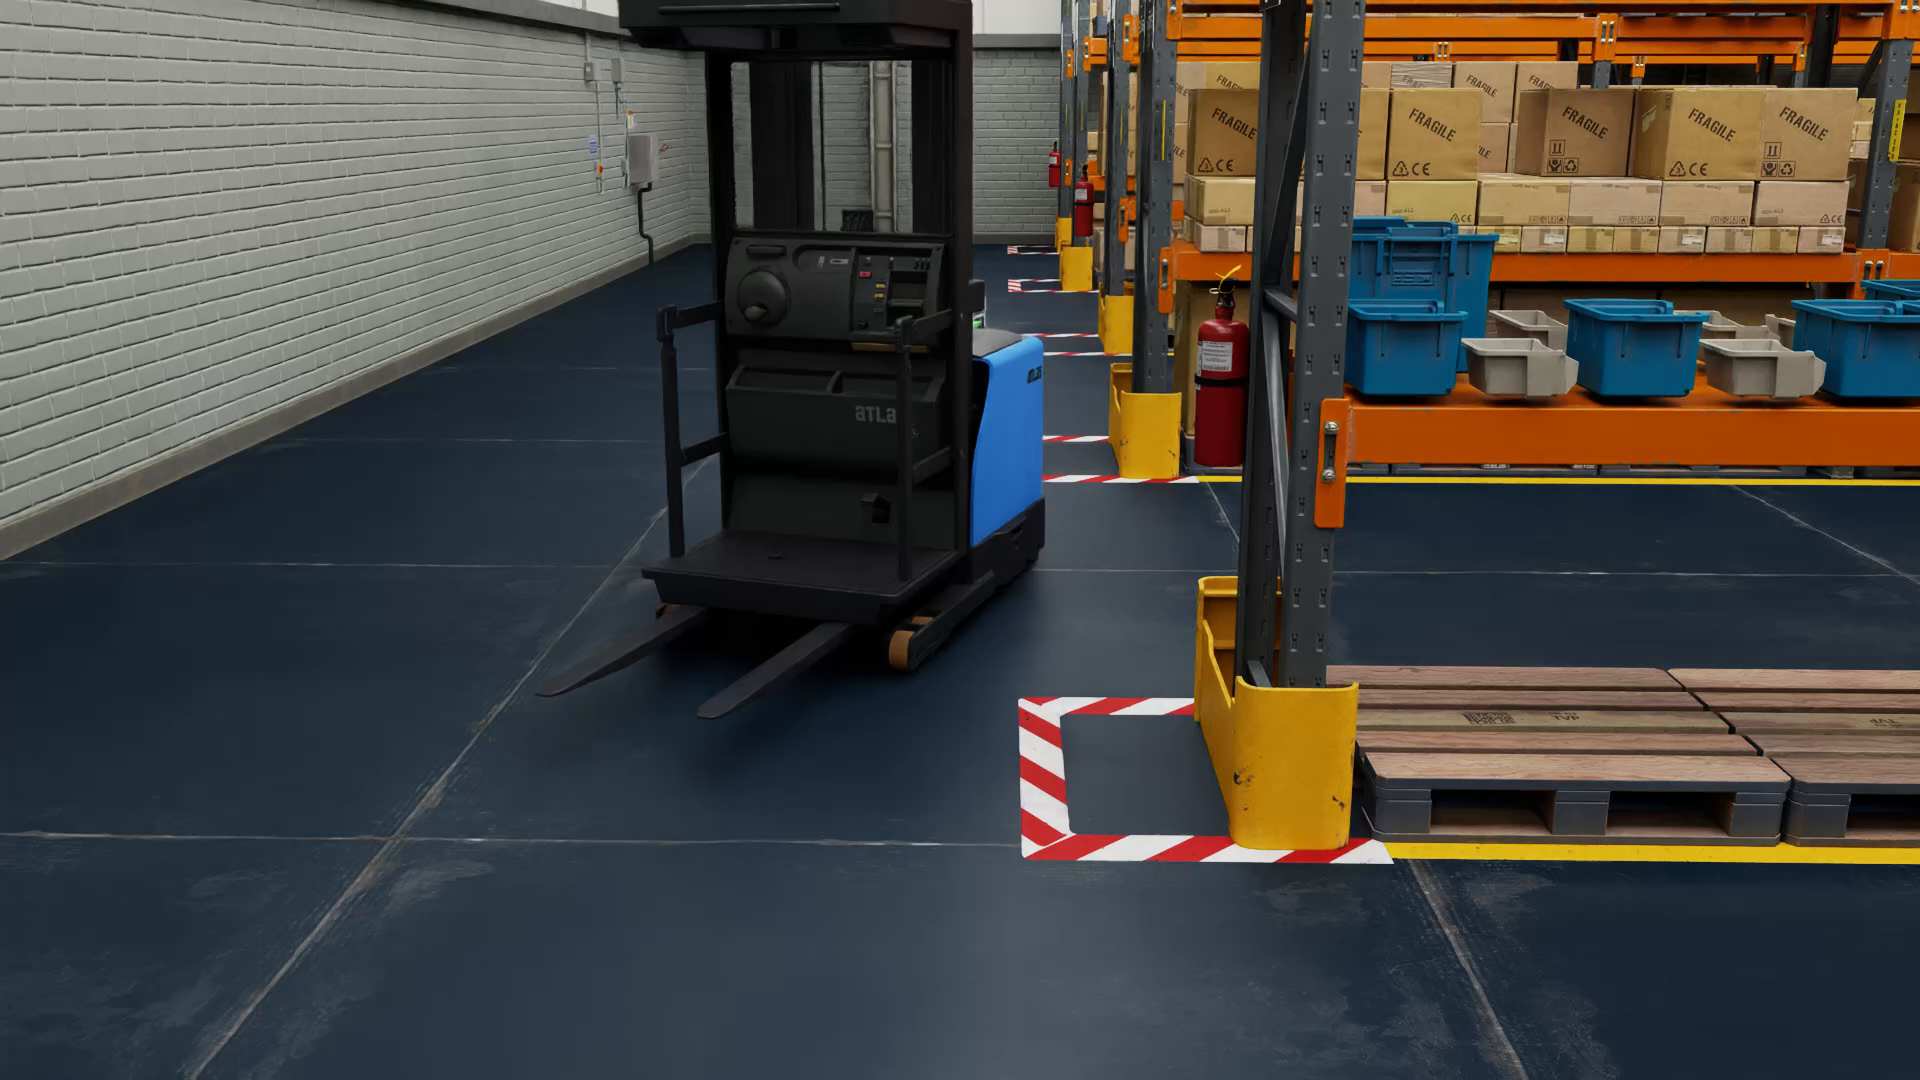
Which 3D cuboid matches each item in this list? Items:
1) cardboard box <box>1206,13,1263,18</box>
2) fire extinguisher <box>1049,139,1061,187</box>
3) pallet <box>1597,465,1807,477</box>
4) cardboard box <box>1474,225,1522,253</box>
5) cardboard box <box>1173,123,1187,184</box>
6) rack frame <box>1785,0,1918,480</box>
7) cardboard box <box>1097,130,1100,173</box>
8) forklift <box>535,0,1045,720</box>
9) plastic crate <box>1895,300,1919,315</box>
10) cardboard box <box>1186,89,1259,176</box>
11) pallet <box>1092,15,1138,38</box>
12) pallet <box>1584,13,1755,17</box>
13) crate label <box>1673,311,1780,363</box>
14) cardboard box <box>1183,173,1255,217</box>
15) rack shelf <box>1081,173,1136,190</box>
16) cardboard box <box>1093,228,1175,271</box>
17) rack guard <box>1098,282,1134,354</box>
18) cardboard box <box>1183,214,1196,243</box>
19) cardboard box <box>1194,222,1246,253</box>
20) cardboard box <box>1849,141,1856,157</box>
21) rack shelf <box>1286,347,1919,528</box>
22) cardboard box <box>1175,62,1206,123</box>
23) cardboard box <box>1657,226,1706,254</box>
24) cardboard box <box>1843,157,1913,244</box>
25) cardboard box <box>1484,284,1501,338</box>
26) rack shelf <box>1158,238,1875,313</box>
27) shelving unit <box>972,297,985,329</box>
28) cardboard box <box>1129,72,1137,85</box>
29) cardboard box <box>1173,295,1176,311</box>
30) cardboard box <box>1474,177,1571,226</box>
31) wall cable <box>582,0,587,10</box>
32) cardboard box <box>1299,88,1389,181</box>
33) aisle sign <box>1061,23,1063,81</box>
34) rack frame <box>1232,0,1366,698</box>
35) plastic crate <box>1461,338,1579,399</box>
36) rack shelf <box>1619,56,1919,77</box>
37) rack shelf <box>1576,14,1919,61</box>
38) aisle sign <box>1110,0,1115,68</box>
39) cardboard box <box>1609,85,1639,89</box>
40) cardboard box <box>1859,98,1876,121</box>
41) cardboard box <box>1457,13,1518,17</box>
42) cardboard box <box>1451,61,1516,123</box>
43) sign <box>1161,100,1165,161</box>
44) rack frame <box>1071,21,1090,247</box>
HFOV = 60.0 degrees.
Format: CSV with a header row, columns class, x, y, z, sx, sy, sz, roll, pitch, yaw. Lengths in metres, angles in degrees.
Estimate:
class,x,y,z,sx,sy,sz,roll,pitch,yaw
cardboard box,2.342,-4.524,14.020,0.500,0.250,0.500,1,15,3
fire extinguisher,1.363,-5.413,23.859,0.183,0.674,0.296,0,15,1
pallet,4.386,-0.605,10.219,1.213,0.211,1.003,0,15,1
cardboard box,3.030,-1.737,9.535,0.250,0.149,0.380,0,15,0
cardboard box,1.815,-3.337,14.330,0.500,0.500,0.500,1,15,4
rack frame,5.145,-1.928,9.768,0.127,3.000,1.000,0,15,1
cardboard box,1.888,-4.594,19.677,0.500,0.500,0.500,0,15,2
forklift,-0.580,-1.024,6.476,1.130,2.935,3.031,5,16,19
plastic crate,2.874,-0.543,4.729,0.300,0.233,0.416,0,15,1
cardboard box,1.640,-2.452,9.995,0.500,0.500,0.500,1,15,2
pallet,2.141,-5.887,19.067,1.213,0.211,1.003,0,15,1
pallet,5.987,-4.521,14.083,1.003,0.211,1.213,0,15,1
crate label,2.408,-0.632,5.256,0.243,0.136,0.396,0,15,1
cardboard box,1.637,-2.090,10.093,0.500,0.250,0.500,0,15,1
rack shelf,3.398,-4.121,19.489,4.000,0.370,1.077,0,15,1
cardboard box,2.061,-3.467,19.800,0.875,0.438,0.875,0,15,0
rack guard,1.450,-2.009,14.976,0.348,0.500,1.175,0,15,1
cardboard box,1.510,-1.914,10.209,0.250,0.149,0.380,1,15,2
cardboard box,1.492,-1.746,9.572,0.250,0.149,0.380,1,15,2
cardboard box,7.318,-3.288,14.010,0.250,0.149,0.380,0,15,0
rack shelf,3.019,-0.330,5.122,4.000,0.370,1.077,0,15,1
cardboard box,1.816,-3.824,14.213,0.500,0.500,0.500,0,15,1
cardboard box,4.060,-1.730,9.510,0.250,0.149,0.380,1,15,2
cardboard box,5.619,-2.043,10.008,0.500,0.500,0.500,0,15,2
cardboard box,2.697,-1.140,10.124,0.875,0.875,0.875,0,15,1
rack shelf,3.145,-1.593,9.910,4.000,0.370,1.077,0,15,1
shelving unit,-0.152,-0.600,8.263,0.503,1.200,0.258,5,15,17
cardboard box,2.011,-5.270,19.009,0.250,0.149,0.380,1,15,3
cardboard box,1.891,-2.118,14.670,0.250,0.149,0.380,1,15,4
cardboard box,3.163,-1.946,9.545,0.500,0.250,0.500,0,15,0
wall cable,-4.295,-7.347,18.549,0.029,3.000,0.463,0,15,1
cardboard box,2.119,-2.313,9.468,0.500,0.500,0.500,0,15,0
aisle sign,1.446,-6.930,23.630,0.004,0.787,0.394,0,15,1
rack frame,1.019,-0.691,5.080,0.127,3.000,1.000,0,15,1
plastic crate,1.576,-0.484,4.693,0.298,0.136,0.250,0,15,1
rack shelf,11.519,-6.785,23.706,4.000,0.370,1.077,0,15,1
rack shelf,7.372,-4.282,14.220,4.000,0.370,1.077,0,15,1
aisle sign,1.293,-4.399,14.039,0.004,0.787,0.394,0,15,1
cardboard box,7.358,-4.909,18.911,0.500,0.500,0.500,0,15,1
cardboard box,10.362,-4.761,18.904,0.500,0.500,0.500,1,15,4
cardboard box,4.376,-4.511,13.971,0.500,0.250,0.500,0,15,1
cardboard box,4.379,-3.804,14.140,0.500,0.500,0.500,0,15,0
sign,1.126,-2.270,9.210,0.005,0.325,0.100,0,15,1
rack frame,1.399,-4.482,19.446,0.127,3.000,1.000,0,15,1
